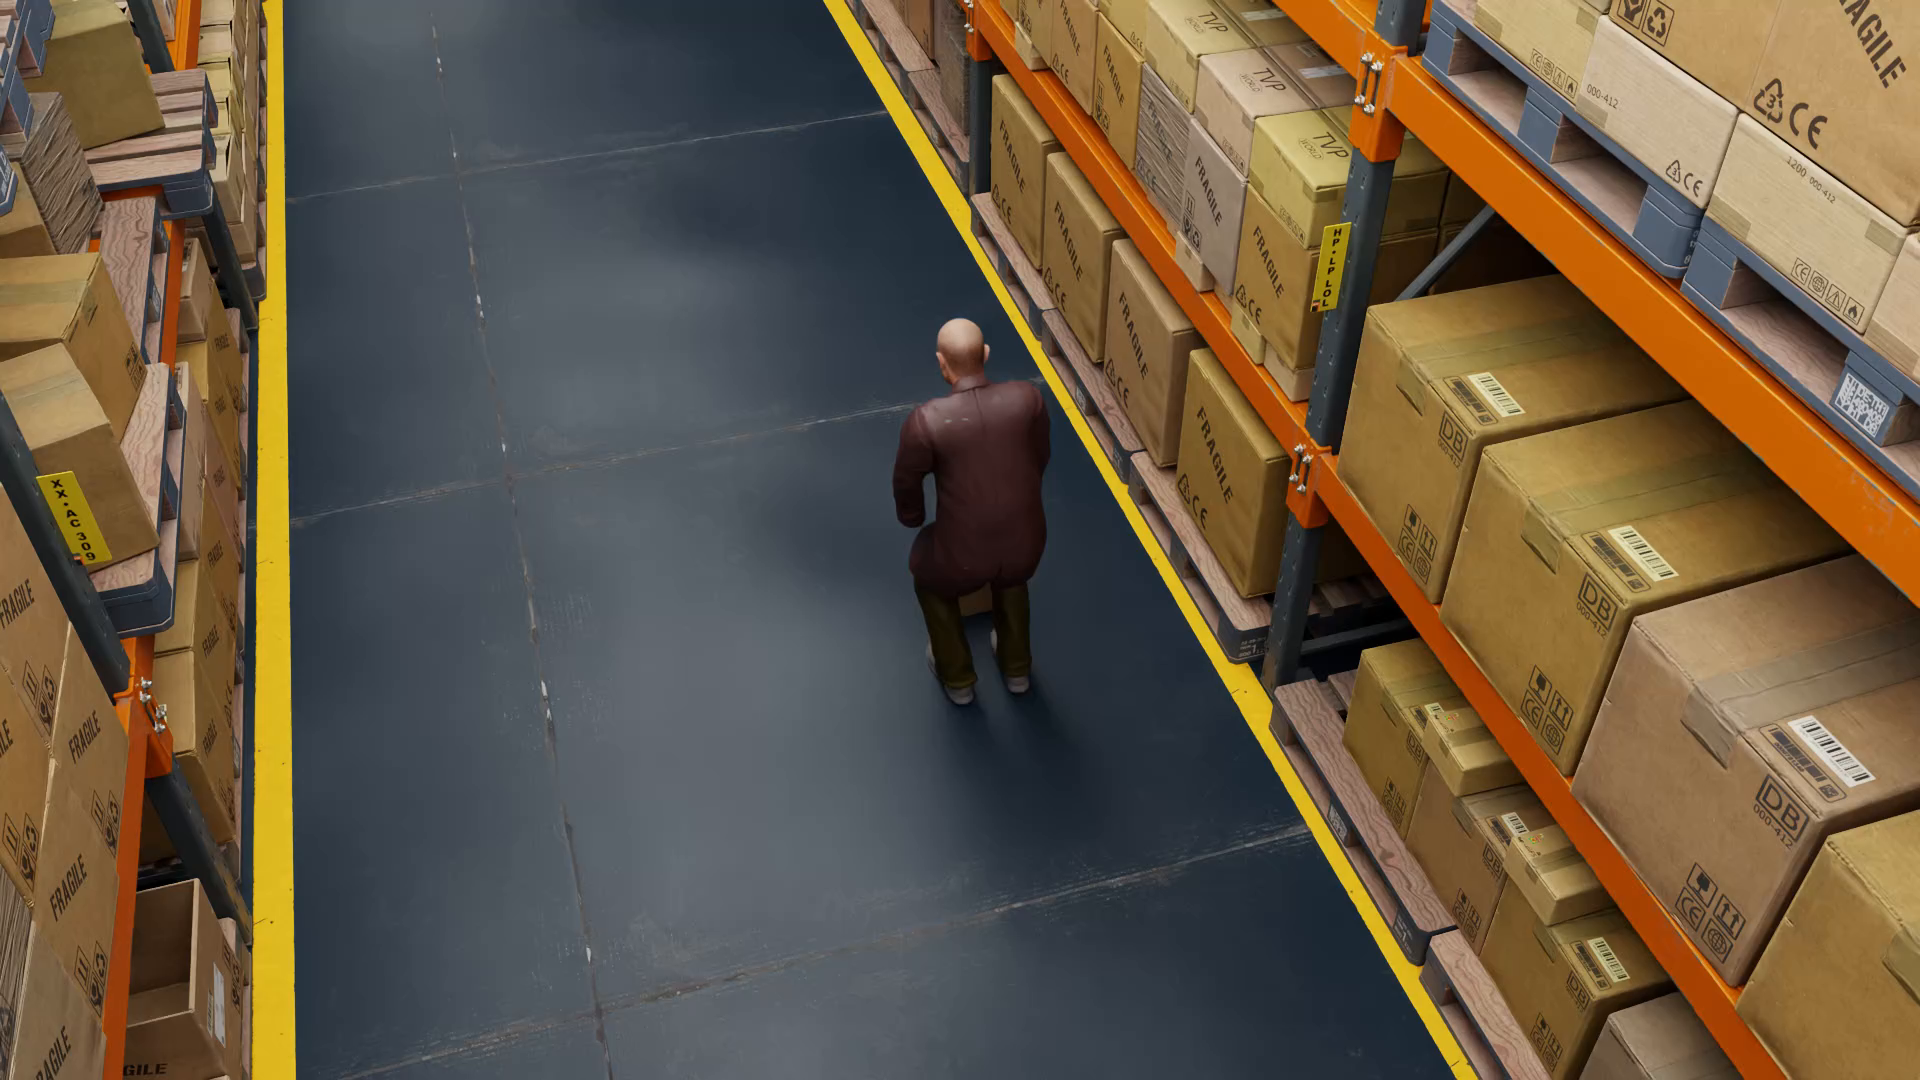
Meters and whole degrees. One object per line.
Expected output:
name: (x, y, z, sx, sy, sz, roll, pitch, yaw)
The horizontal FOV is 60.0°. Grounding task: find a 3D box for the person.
person: (0.051, -0.057, 6.344, 0.611, 1.644, 0.522, -11, 43, -12)
